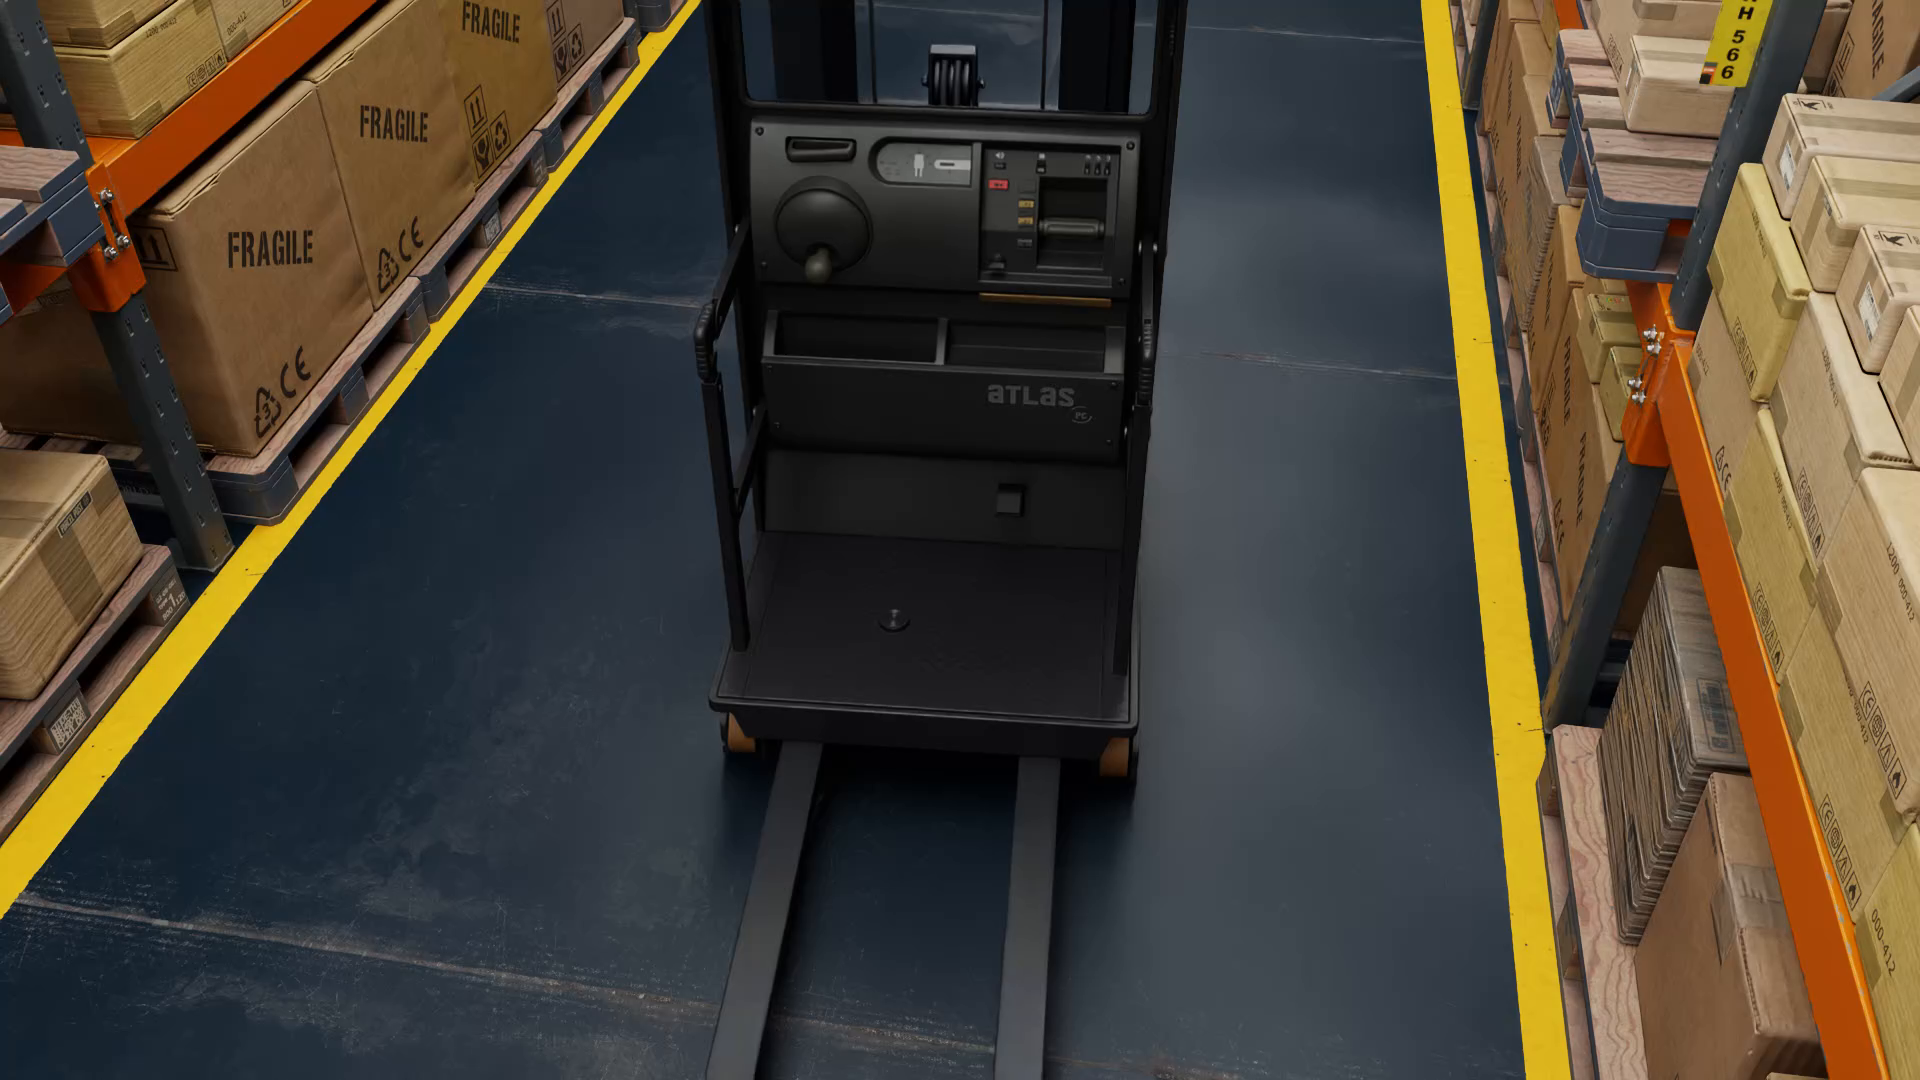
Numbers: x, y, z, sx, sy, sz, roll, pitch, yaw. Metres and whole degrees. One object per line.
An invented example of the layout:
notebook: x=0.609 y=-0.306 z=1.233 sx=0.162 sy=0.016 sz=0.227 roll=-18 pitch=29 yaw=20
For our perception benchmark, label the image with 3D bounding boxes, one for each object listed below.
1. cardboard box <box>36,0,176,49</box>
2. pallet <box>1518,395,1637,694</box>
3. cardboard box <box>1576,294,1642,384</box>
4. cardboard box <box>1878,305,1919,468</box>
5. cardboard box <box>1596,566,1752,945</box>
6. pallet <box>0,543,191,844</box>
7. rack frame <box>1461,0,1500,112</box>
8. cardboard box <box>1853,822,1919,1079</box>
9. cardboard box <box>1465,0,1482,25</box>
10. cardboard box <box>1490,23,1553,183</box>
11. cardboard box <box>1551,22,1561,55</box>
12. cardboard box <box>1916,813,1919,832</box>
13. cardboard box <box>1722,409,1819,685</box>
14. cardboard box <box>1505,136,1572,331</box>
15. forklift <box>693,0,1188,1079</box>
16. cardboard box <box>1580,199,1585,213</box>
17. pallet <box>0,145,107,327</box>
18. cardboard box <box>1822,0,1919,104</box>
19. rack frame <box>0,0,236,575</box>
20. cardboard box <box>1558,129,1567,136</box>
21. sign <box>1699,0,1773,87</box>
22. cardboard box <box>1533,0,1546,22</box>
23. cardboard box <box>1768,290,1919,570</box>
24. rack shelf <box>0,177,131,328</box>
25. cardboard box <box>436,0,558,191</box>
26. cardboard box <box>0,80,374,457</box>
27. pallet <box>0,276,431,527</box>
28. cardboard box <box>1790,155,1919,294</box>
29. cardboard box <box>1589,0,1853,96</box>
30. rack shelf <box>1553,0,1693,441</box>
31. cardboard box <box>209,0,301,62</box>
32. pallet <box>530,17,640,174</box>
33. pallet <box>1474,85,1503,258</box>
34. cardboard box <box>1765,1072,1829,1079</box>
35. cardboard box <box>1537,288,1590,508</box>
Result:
cardboard box: x=-2.441 y=-1.568 z=4.517 sx=0.500 sy=0.250 sz=0.500 roll=6 pitch=40 yaw=7
pallet: x=2.283 y=0.013 z=5.068 sx=1.003 sy=0.211 sz=1.213 roll=6 pitch=40 yaw=8
cardboard box: x=1.970 y=-0.558 z=4.694 sx=0.380 sy=0.149 sz=0.250 roll=4 pitch=40 yaw=5
cardboard box: x=1.675 y=-0.221 z=2.575 sx=0.380 sy=0.149 sz=0.250 roll=7 pitch=40 yaw=8
cardboard box: x=1.996 y=0.546 z=3.769 sx=0.875 sy=0.625 sz=0.625 roll=8 pitch=40 yaw=9
pallet: x=-2.909 y=0.423 z=4.573 sx=1.003 sy=0.211 sz=1.213 roll=6 pitch=40 yaw=8
rack frame: x=2.809 y=-3.107 z=6.654 sx=1.000 sy=3.000 sz=0.127 roll=6 pitch=40 yaw=8
cardboard box: x=1.534 y=0.677 z=2.195 sx=0.500 sy=0.250 sz=0.500 roll=8 pitch=40 yaw=9
cardboard box: x=2.616 y=-2.552 z=7.891 sx=0.380 sy=0.149 sz=0.250 roll=5 pitch=40 yaw=6
cardboard box: x=2.421 y=-1.692 z=6.574 sx=0.500 sy=0.500 sz=0.500 roll=6 pitch=40 yaw=7
cardboard box: x=2.446 y=-1.842 z=6.247 sx=0.380 sy=0.149 sz=0.250 roll=6 pitch=40 yaw=7
cardboard box: x=1.540 y=0.484 z=2.036 sx=0.500 sy=0.250 sz=0.500 roll=7 pitch=40 yaw=8
cardboard box: x=1.708 y=0.027 z=2.980 sx=0.500 sy=0.250 sz=0.500 roll=6 pitch=40 yaw=7
cardboard box: x=2.235 y=-1.054 z=5.803 sx=0.500 sy=0.500 sz=0.500 roll=5 pitch=40 yaw=6
forklift: x=-0.057 y=-0.719 z=3.819 sx=1.130 sy=2.935 sz=3.031 roll=3 pitch=40 yaw=4
cardboard box: x=2.192 y=-1.036 z=5.272 sx=0.380 sy=0.149 sz=0.250 roll=6 pitch=40 yaw=7
pallet: x=-2.791 y=-0.609 z=3.783 sx=1.213 sy=0.211 sz=1.003 roll=6 pitch=40 yaw=8
cardboard box: x=2.360 y=-1.103 z=3.822 sx=0.500 sy=0.500 sz=0.500 roll=8 pitch=40 yaw=10
rack frame: x=-2.772 y=-1.142 z=4.277 sx=1.000 sy=3.000 sz=0.127 roll=6 pitch=40 yaw=8
cardboard box: x=2.321 y=-1.534 z=5.874 sx=0.380 sy=0.149 sz=0.250 roll=8 pitch=40 yaw=9
sign: x=1.581 y=-1.067 z=3.339 sx=0.100 sy=0.325 sz=0.005 roll=6 pitch=40 yaw=8
cardboard box: x=2.513 y=-2.178 z=6.653 sx=0.380 sy=0.149 sz=0.250 roll=5 pitch=40 yaw=6
cardboard box: x=1.712 y=-0.166 z=2.822 sx=0.500 sy=0.250 sz=0.500 roll=8 pitch=40 yaw=9
rack shelf: x=-3.119 y=0.391 z=2.988 sx=1.077 sy=0.370 sz=4.000 roll=6 pitch=40 yaw=8
cardboard box: x=-2.257 y=-2.030 z=6.689 sx=0.875 sy=0.875 sz=0.875 roll=7 pitch=40 yaw=9
cardboard box: x=-2.571 y=-0.909 z=5.334 sx=0.875 sy=0.875 sz=0.875 roll=6 pitch=40 yaw=7
pallet: x=-2.562 y=-0.554 z=5.754 sx=1.003 sy=0.211 sz=1.213 roll=6 pitch=40 yaw=8
cardboard box: x=1.727 y=-0.550 z=2.974 sx=0.380 sy=0.149 sz=0.250 roll=7 pitch=40 yaw=9
cardboard box: x=1.981 y=-1.399 z=4.376 sx=0.500 sy=0.250 sz=0.500 roll=5 pitch=40 yaw=6
rack shelf: x=2.463 y=-1.575 z=5.365 sx=1.077 sy=0.370 sz=4.000 roll=6 pitch=40 yaw=8
cardboard box: x=-2.368 y=-1.688 z=5.055 sx=0.500 sy=0.250 sz=0.500 roll=5 pitch=40 yaw=6
pallet: x=-2.140 y=-2.085 z=7.606 sx=1.003 sy=0.211 sz=1.213 roll=6 pitch=40 yaw=8
pallet: x=2.706 y=-1.518 z=6.920 sx=1.003 sy=0.211 sz=1.213 roll=6 pitch=40 yaw=8
cardboard box: x=1.774 y=1.380 z=2.761 sx=0.875 sy=0.625 sz=0.625 roll=5 pitch=40 yaw=6
cardboard box: x=2.075 y=-0.397 z=5.009 sx=0.500 sy=0.500 sz=0.500 roll=6 pitch=40 yaw=7
